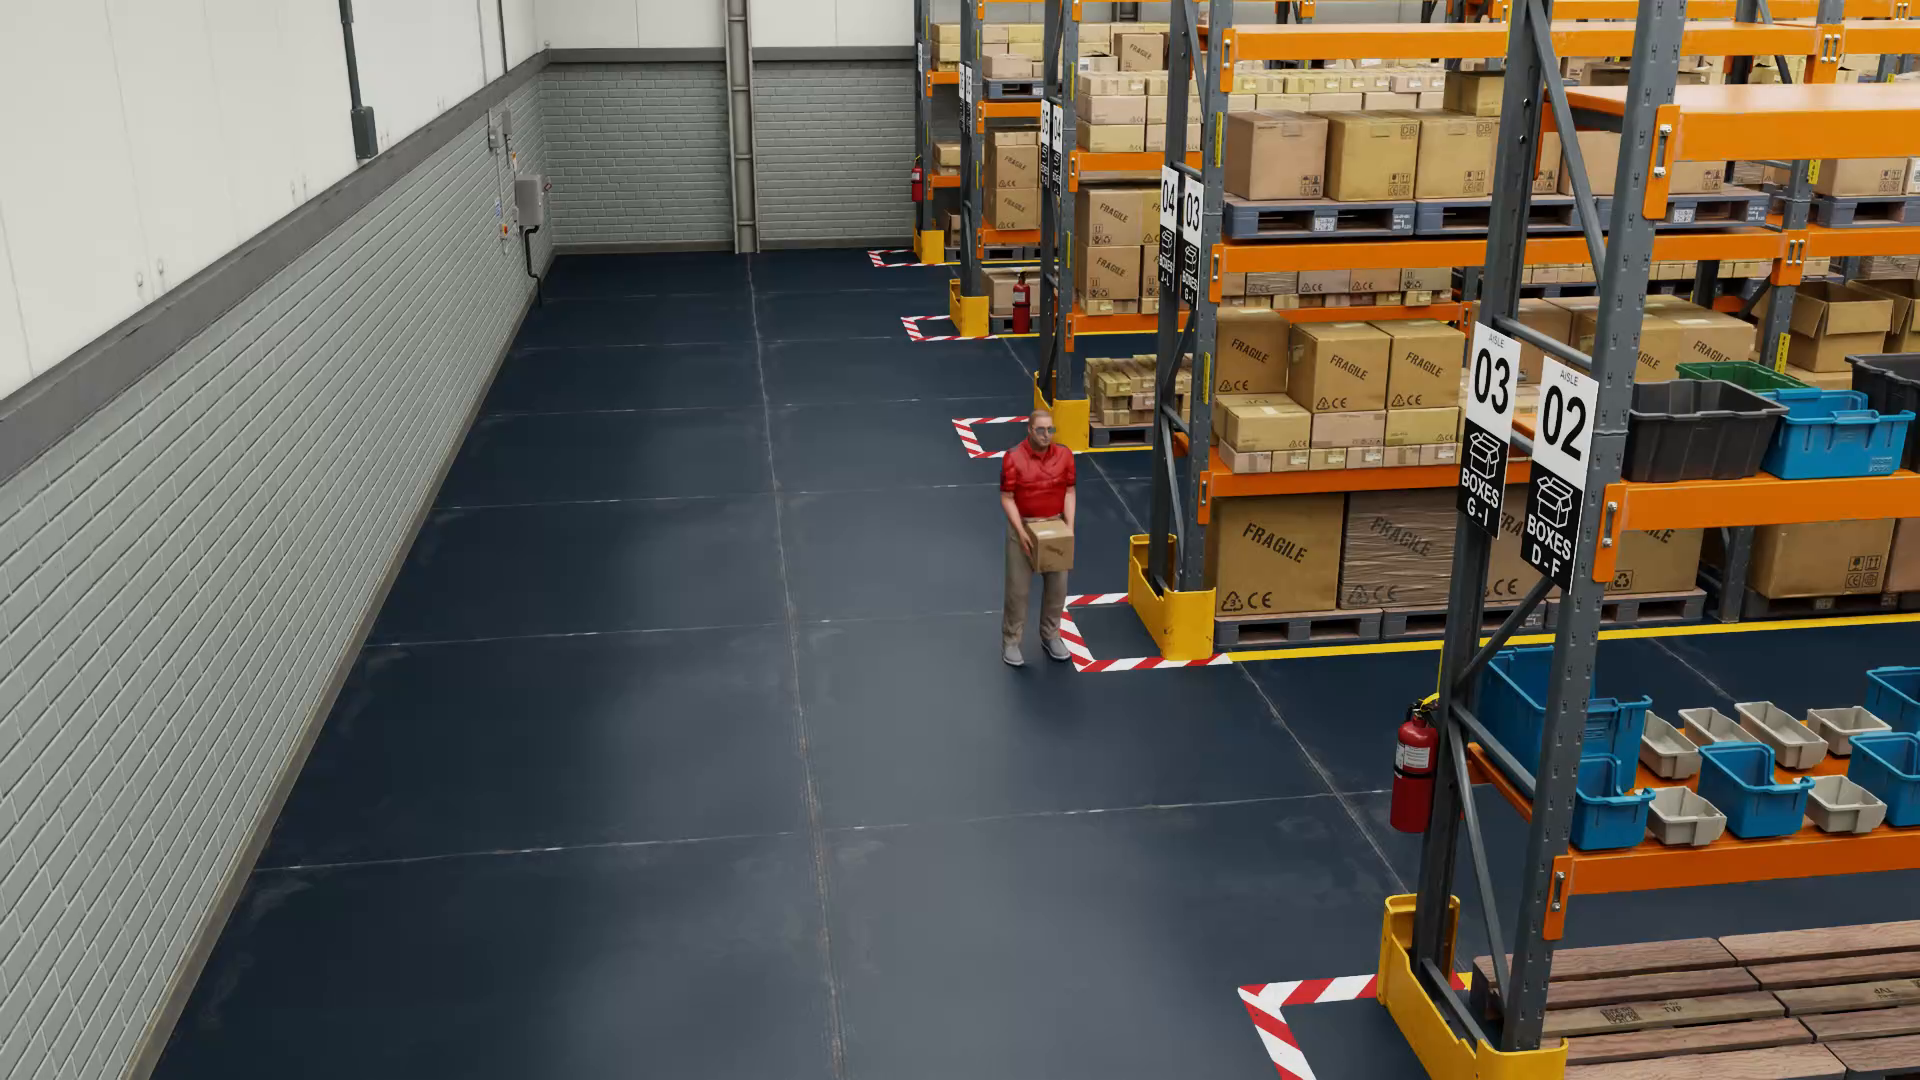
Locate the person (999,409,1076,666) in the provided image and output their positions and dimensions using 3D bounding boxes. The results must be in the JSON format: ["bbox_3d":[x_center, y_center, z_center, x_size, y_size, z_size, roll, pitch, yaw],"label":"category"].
[{"bbox_3d":[0.539,-0.021,11.141,0.532,1.733,0.470,-6,21,-15],"label":"person"}]
